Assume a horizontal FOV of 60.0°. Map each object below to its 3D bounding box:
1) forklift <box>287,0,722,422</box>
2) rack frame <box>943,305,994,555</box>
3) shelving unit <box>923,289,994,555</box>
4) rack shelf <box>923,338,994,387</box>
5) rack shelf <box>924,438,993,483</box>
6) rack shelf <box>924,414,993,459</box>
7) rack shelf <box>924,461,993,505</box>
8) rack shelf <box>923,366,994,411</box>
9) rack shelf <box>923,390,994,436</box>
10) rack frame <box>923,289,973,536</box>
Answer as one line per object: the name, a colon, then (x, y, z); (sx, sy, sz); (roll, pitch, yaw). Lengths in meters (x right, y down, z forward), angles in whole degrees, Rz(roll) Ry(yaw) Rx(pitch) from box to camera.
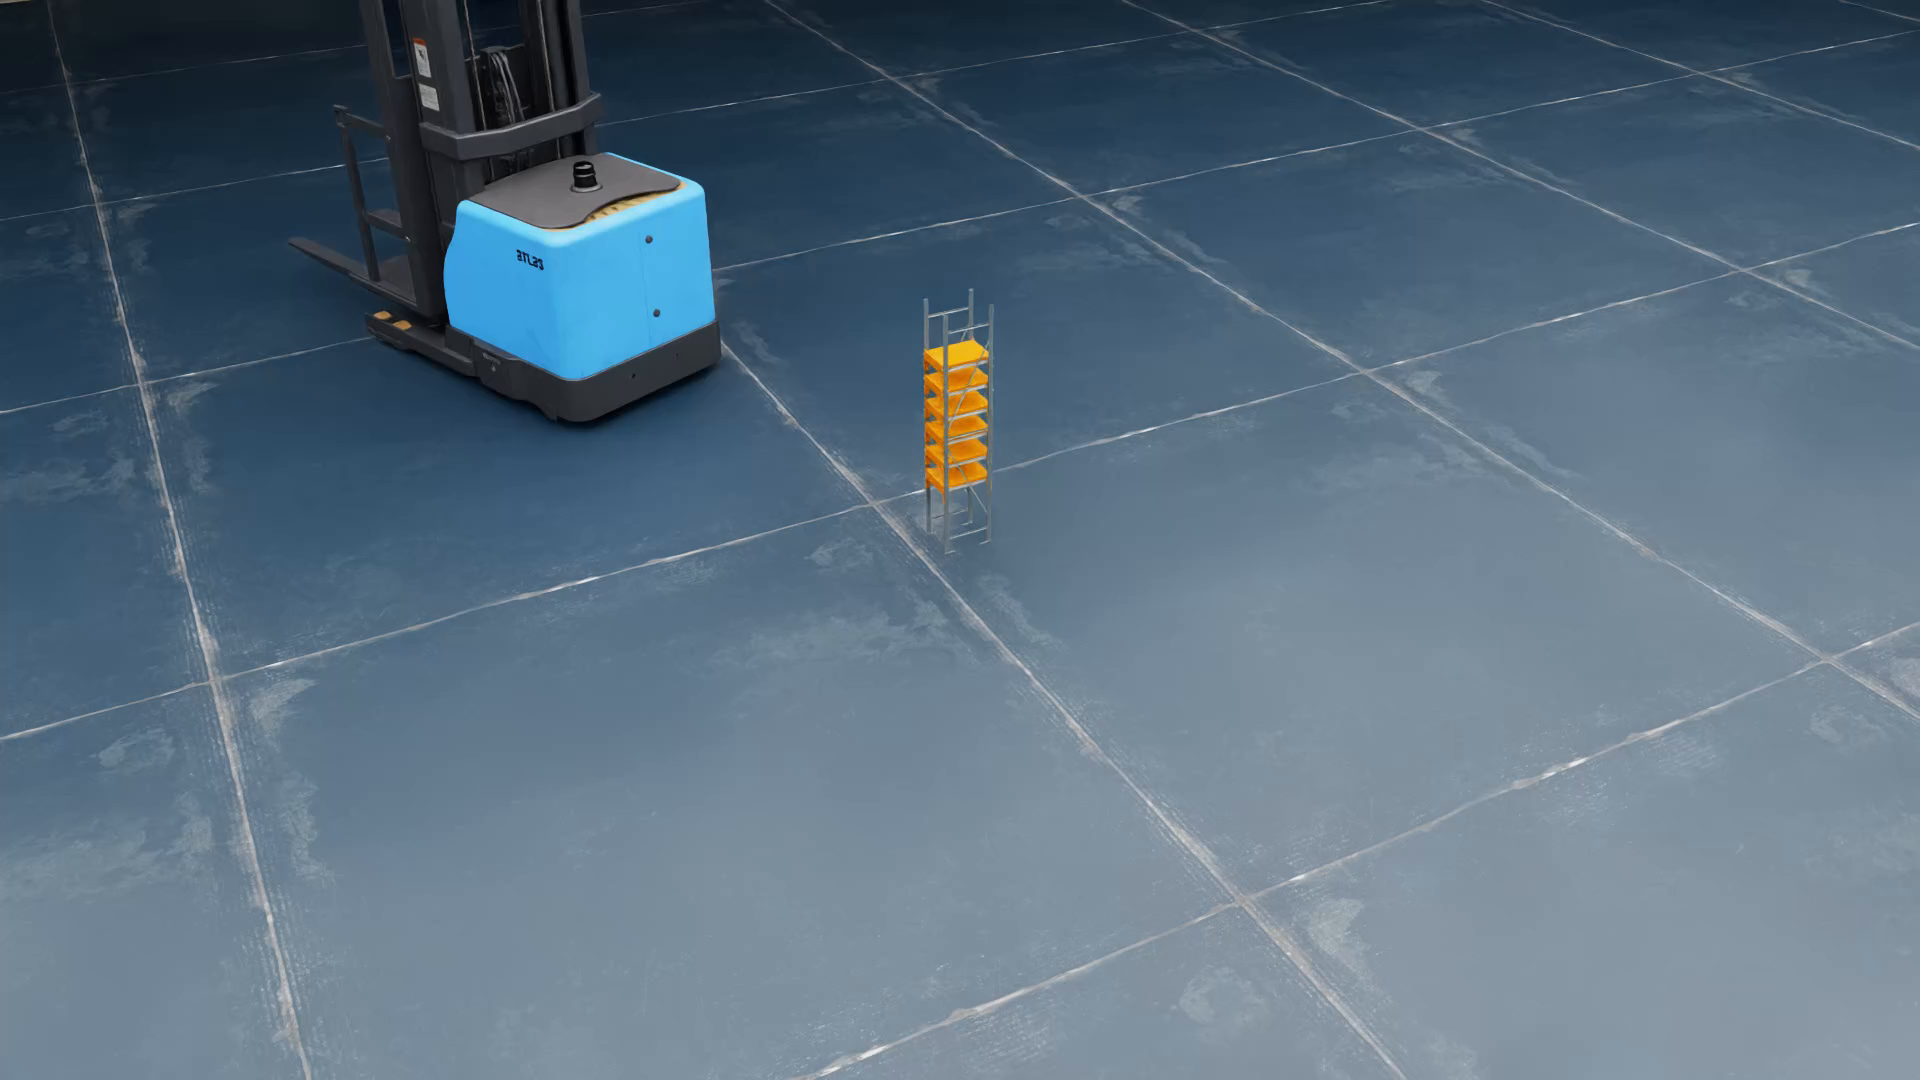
forklift: (-2.768, -2.501, 8.937); (3.031, 2.935, 1.130); (25, 40, 33)
rack frame: (0.036, -0.468, 7.369); (0.240, 1.200, 0.006); (-16, 36, -23)
shelving unit: (-0.007, -0.512, 7.437); (0.258, 1.200, 0.189); (-16, 36, -23)
rack shelf: (-0.007, -0.778, 7.267); (0.258, 0.103, 0.180); (-16, 36, -23)
rack shelf: (-0.007, -0.374, 7.526); (0.258, 0.103, 0.180); (-16, 36, -23)
rack shelf: (-0.007, -0.475, 7.461); (0.258, 0.103, 0.180); (-16, 36, -23)
rack shelf: (-0.007, -0.273, 7.591); (0.258, 0.103, 0.180); (-16, 36, -23)
rack shelf: (-0.007, -0.677, 7.332); (0.258, 0.103, 0.180); (-16, 36, -23)
rack shelf: (-0.007, -0.576, 7.396); (0.258, 0.103, 0.180); (-16, 36, -23)
rack frame: (-0.049, -0.556, 7.505); (0.240, 1.200, 0.006); (-16, 36, -23)
